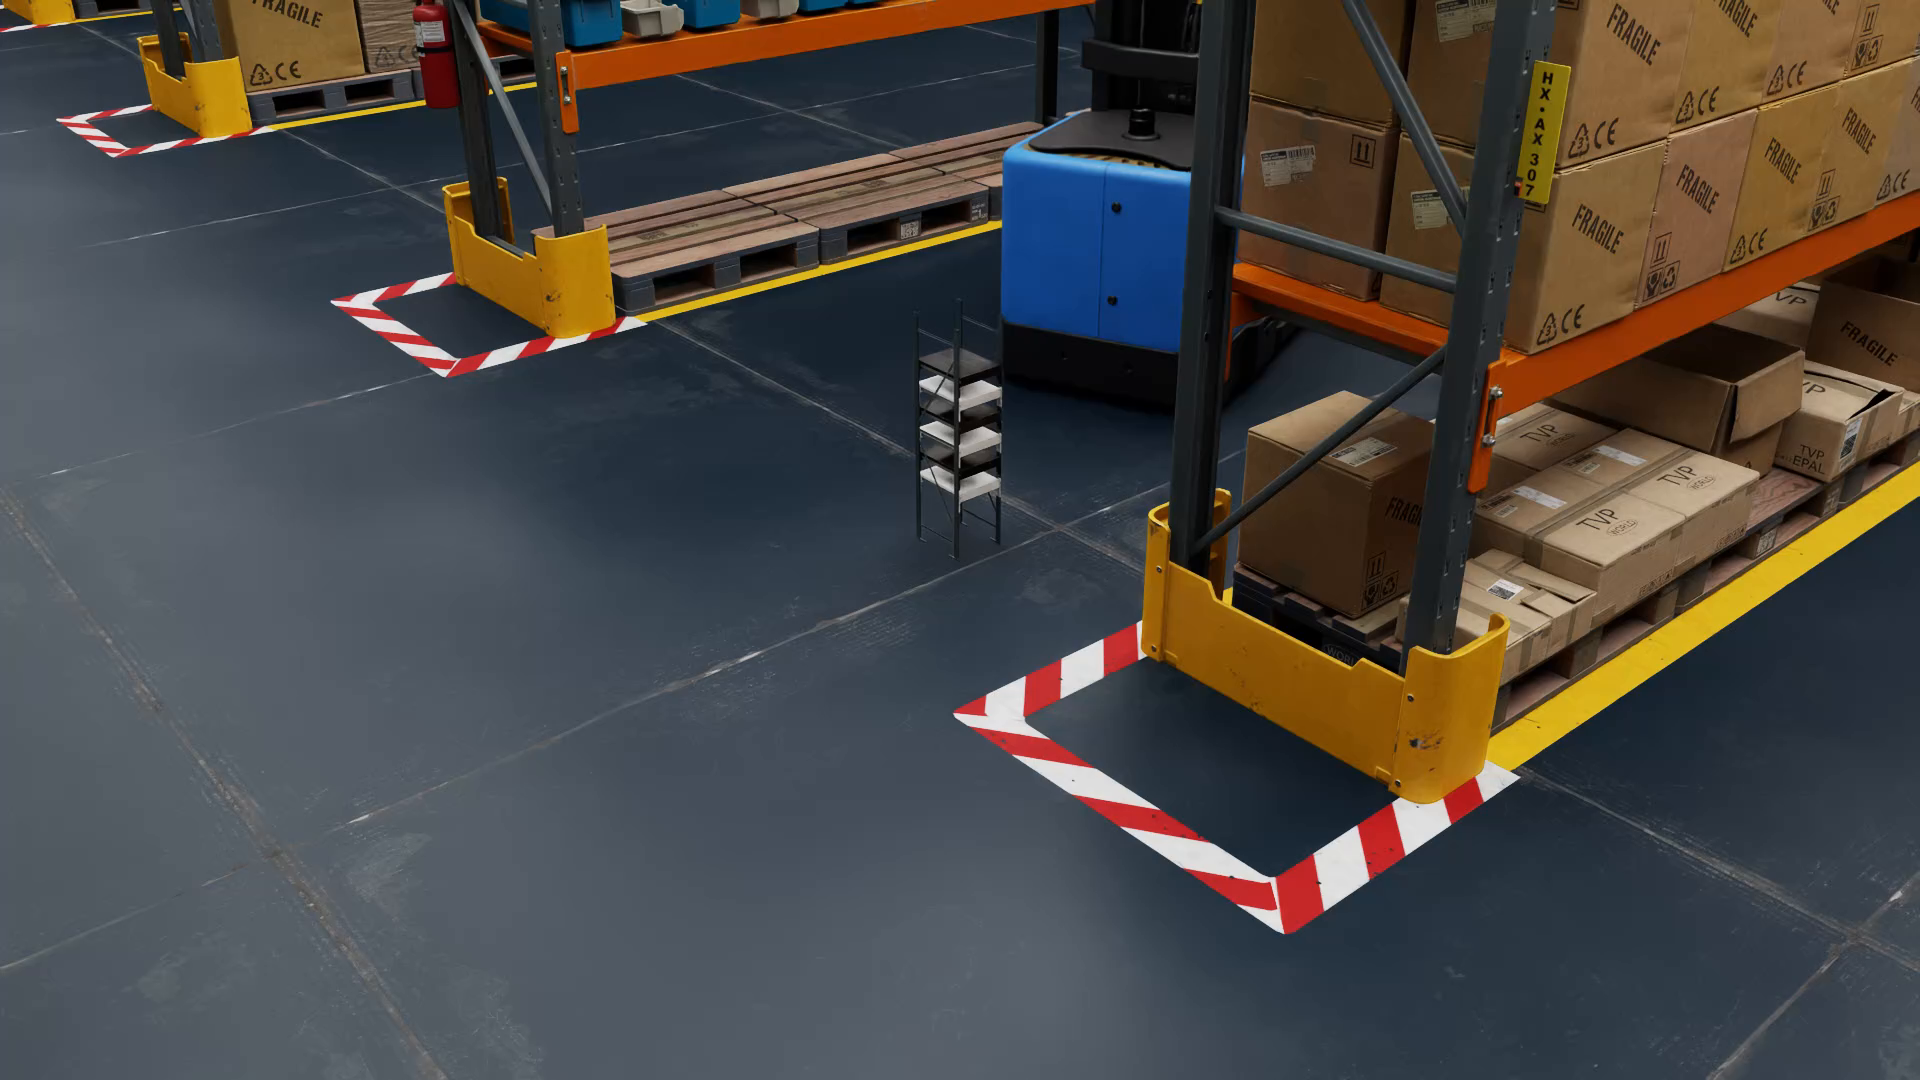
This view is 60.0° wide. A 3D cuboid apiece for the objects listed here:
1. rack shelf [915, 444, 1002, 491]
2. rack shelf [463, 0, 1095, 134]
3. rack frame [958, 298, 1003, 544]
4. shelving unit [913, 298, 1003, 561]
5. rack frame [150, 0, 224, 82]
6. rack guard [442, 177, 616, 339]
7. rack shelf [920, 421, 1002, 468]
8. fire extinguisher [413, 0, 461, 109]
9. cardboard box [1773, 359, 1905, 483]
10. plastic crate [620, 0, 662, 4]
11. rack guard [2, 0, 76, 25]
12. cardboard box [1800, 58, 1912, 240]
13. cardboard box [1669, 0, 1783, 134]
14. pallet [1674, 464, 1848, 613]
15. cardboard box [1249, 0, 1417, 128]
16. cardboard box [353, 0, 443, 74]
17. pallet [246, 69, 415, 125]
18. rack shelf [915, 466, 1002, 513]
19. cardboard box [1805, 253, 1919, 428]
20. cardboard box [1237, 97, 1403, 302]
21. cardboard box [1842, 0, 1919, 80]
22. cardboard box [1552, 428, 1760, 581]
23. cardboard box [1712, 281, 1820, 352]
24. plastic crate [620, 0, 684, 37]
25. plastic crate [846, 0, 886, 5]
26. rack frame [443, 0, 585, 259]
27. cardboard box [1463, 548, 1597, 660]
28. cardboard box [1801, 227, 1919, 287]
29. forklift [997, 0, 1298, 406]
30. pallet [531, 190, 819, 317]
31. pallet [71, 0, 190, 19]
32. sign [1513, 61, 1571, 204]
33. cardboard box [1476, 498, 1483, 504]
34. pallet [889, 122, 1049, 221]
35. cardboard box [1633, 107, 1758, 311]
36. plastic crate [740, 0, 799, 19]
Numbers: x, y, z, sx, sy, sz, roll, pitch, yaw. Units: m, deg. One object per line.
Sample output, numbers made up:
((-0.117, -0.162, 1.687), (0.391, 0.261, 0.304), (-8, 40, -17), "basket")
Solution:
((-0.006, -0.286, 6.091), (0.200, 0.077, 0.258), (-22, 35, -35), "rack shelf")
((-0.659, -2.855, 9.173), (4.000, 0.370, 1.077), (-22, 35, -35), "rack shelf")
((0.071, -0.426, 6.091), (0.006, 0.900, 0.240), (-22, 35, -35), "rack frame")
((-0.006, -0.394, 6.033), (0.210, 0.900, 0.258), (-22, 35, -35), "shelving unit")
((-5.396, -4.337, 11.182), (0.127, 3.000, 1.000), (-22, 35, -35), "rack frame")
((-2.191, -1.446, 8.426), (0.348, 0.500, 1.175), (-22, 35, -35), "rack guard")
((-0.006, -0.365, 6.049), (0.200, 0.077, 0.258), (-22, 35, -35), "rack shelf")
((-2.591, -2.479, 8.184), (0.183, 0.674, 0.296), (-22, 35, -35), "fire extinguisher")
((3.254, -0.510, 6.407), (0.500, 0.311, 0.500), (-22, 35, -35), "cardboard box")
((-1.678, -2.785, 8.495), (0.243, 0.136, 0.396), (-22, 35, -35), "plastic crate")
((-8.480, -5.067, 15.200), (0.348, 0.500, 1.175), (-22, 35, -35), "rack guard")
((2.694, -1.333, 5.456), (0.500, 0.500, 0.500), (-21, 35, -34), "cardboard box")
((1.933, -1.472, 4.656), (0.500, 0.500, 0.500), (-21, 35, -34), "cardboard box")
((2.622, -0.192, 6.386), (1.213, 0.211, 1.003), (-22, 35, -35), "pallet")
((1.191, -1.503, 4.713), (0.500, 0.500, 0.500), (-22, 35, -35), "cardboard box")
((-4.268, -4.087, 12.525), (0.875, 0.875, 0.875), (-22, 35, -35), "cardboard box")
((-4.838, -3.379, 12.350), (1.213, 0.211, 1.003), (-22, 35, -35), "pallet")
((-0.006, -0.206, 6.134), (0.200, 0.077, 0.258), (-22, 35, -35), "rack shelf")
((3.825, -0.823, 6.792), (0.500, 0.500, 0.500), (-22, 35, -35), "cardboard box")
((1.195, -1.062, 4.949), (0.500, 0.500, 0.500), (-21, 34, -33), "cardboard box")
((2.702, -1.779, 5.230), (0.500, 0.500, 0.500), (-22, 35, -35), "cardboard box")
((2.390, -0.135, 5.771), (0.500, 0.250, 0.500), (-22, 35, -35), "cardboard box")
((3.614, -0.964, 7.258), (0.500, 0.311, 0.500), (-22, 35, -35), "cardboard box")
((-1.482, -2.497, 7.955), (0.298, 0.136, 0.250), (-22, 35, -35), "plastic crate")
((-0.550, -2.965, 8.730), (0.300, 0.233, 0.416), (-22, 35, -35), "plastic crate")
((-2.181, -2.561, 7.859), (0.127, 3.000, 1.000), (-22, 35, -35), "rack frame")
((1.763, 0.191, 5.250), (0.250, 0.166, 0.380), (-22, 35, -35), "cardboard box")
((4.264, -1.352, 7.783), (0.500, 0.500, 0.500), (-22, 35, -35), "cardboard box")
((1.297, -2.521, 7.857), (1.130, 2.935, 3.031), (14, 31, 24), "forklift")
((-1.528, -1.569, 8.962), (1.213, 0.211, 1.003), (-22, 35, -35), "pallet")
((-7.839, -5.175, 15.710), (1.213, 0.211, 1.003), (-22, 35, -35), "pallet")
((1.383, -0.971, 3.965), (0.005, 0.325, 0.100), (-22, 35, -35), "sign")
((1.651, -0.074, 5.745), (0.250, 0.166, 0.380), (-22, 35, -35), "cardboard box")
((0.328, -2.316, 10.359), (1.213, 0.211, 1.003), (-22, 35, -35), "pallet")
((1.929, -1.028, 4.886), (0.500, 0.500, 0.500), (-22, 35, -35), "cardboard box")
((-0.966, -2.704, 8.344), (0.298, 0.136, 0.250), (-22, 35, -35), "plastic crate")
